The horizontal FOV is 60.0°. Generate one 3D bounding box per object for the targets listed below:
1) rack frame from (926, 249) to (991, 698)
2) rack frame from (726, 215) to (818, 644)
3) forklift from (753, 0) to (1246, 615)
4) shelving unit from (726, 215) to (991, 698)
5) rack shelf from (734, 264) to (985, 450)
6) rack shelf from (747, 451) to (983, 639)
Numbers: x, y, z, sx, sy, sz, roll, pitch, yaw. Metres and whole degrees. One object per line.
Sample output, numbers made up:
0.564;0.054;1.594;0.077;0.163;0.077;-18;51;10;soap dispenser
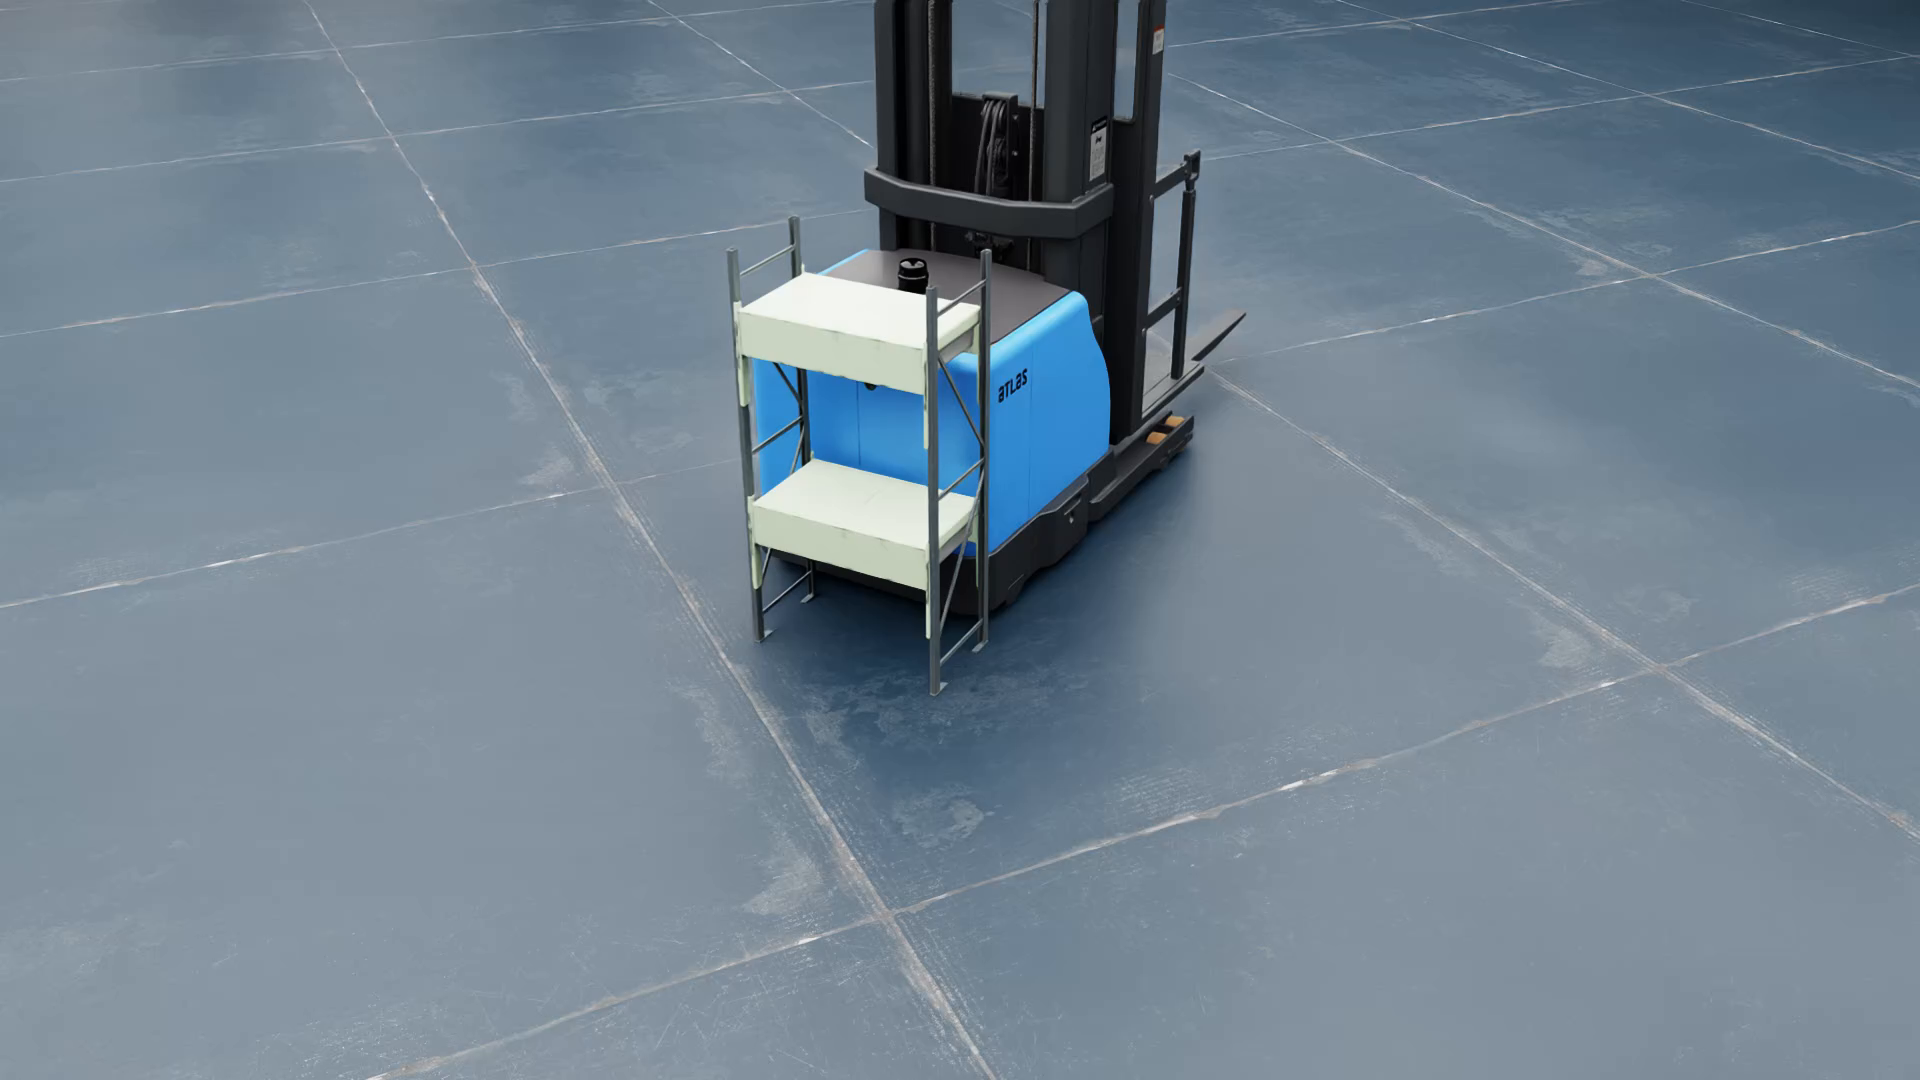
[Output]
-0.002;-0.196;5.565;0.023;1.500;0.400;15;32;24;rack frame
-0.649;-0.363;5.864;0.023;1.500;0.400;15;32;24;rack frame
0.391;-1.688;6.764;1.130;2.935;3.031;16;33;26;forklift
-0.325;-0.279;5.715;0.755;1.500;0.431;15;32;24;shelving unit
-0.325;-0.620;5.524;0.720;0.370;0.431;15;32;24;rack shelf
-0.325;0.005;5.874;0.720;0.370;0.431;15;32;24;rack shelf
